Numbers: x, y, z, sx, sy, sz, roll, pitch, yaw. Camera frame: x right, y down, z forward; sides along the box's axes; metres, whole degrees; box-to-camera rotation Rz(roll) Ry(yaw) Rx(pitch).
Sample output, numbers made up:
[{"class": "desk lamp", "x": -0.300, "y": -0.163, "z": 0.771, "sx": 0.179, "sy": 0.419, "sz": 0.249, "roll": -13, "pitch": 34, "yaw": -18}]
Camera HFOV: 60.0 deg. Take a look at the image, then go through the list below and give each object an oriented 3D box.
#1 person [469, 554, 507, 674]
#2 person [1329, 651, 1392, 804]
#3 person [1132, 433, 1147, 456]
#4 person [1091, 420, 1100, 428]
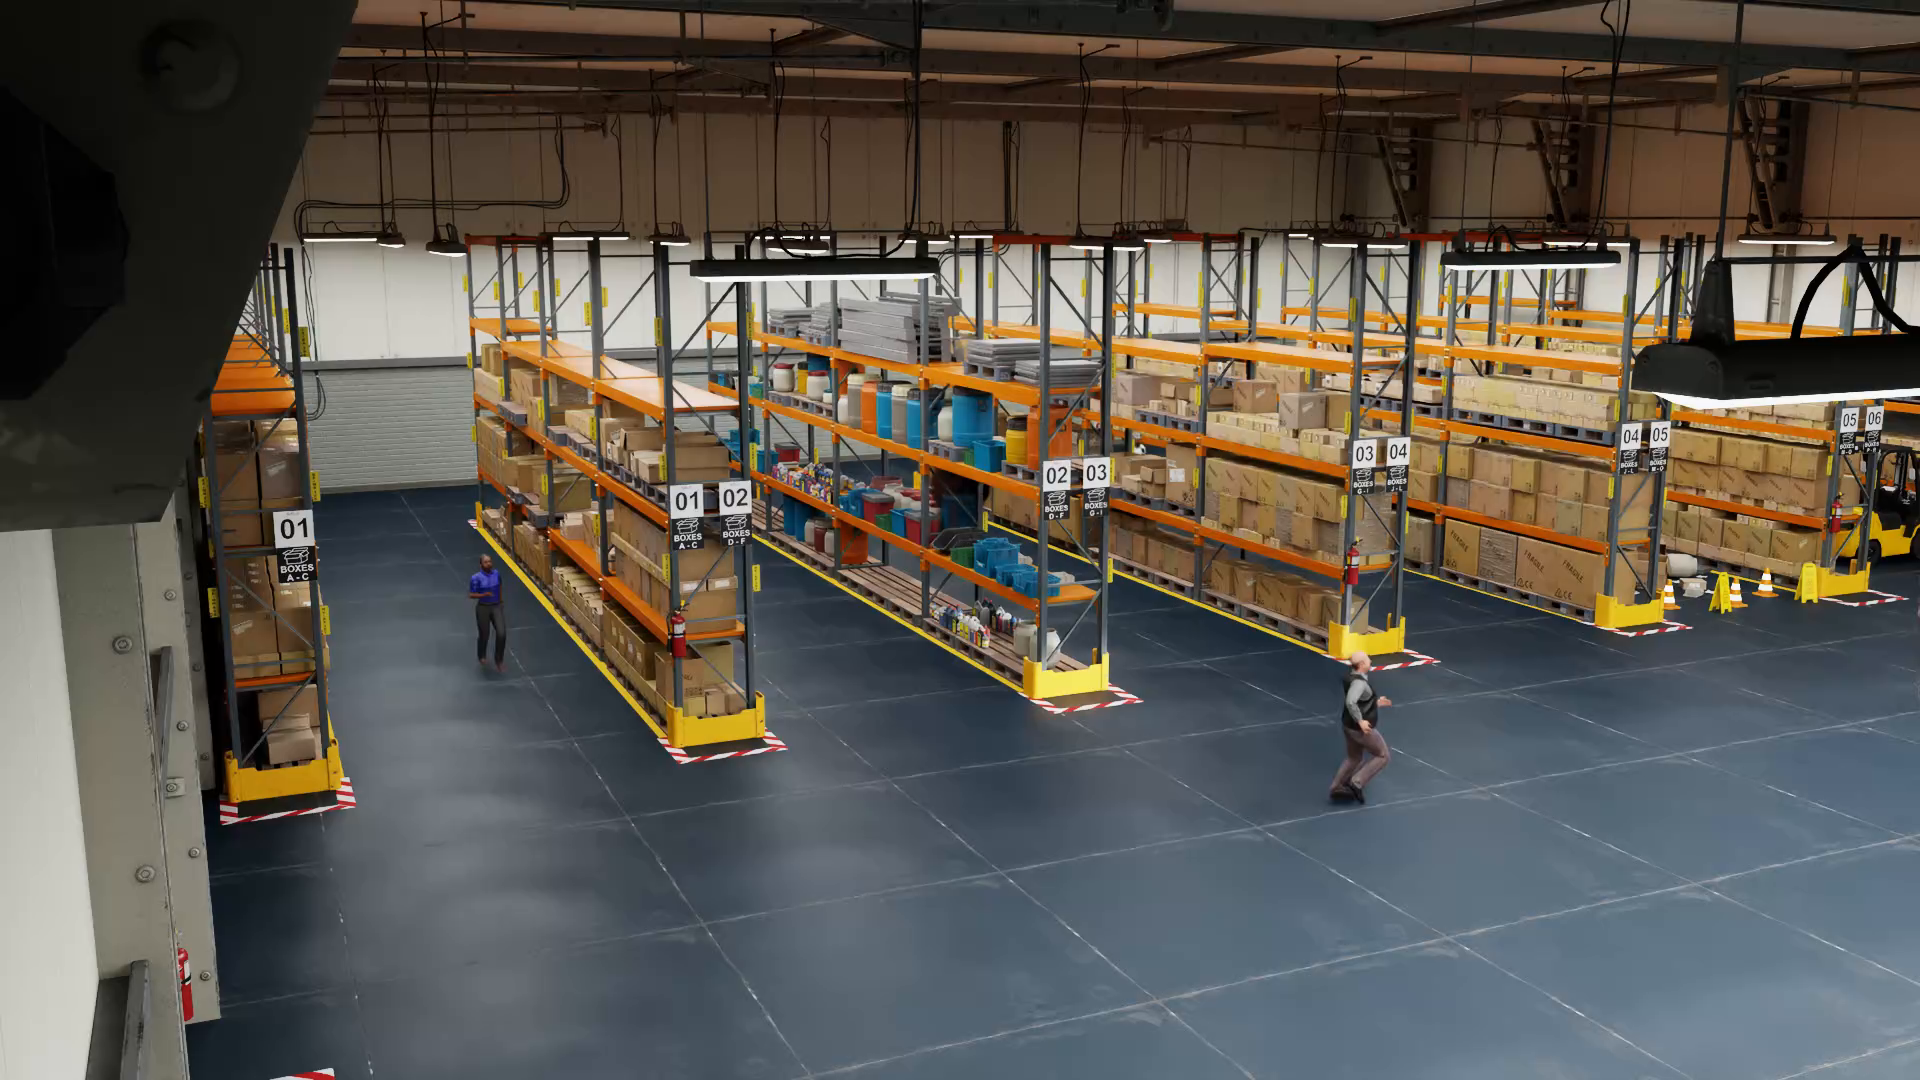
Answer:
[{"class": "person", "x": -6.637, "y": 1.046, "z": 23.453, "sx": 0.556, "sy": 1.700, "sz": 0.714, "roll": -7, "pitch": 13, "yaw": -34}, {"class": "person", "x": 4.385, "y": 2.037, "z": 18.110, "sx": 0.663, "sy": 1.692, "sz": 0.634, "roll": -1, "pitch": 11, "yaw": -7}, {"class": "person", "x": 3.900, "y": -1.561, "z": 36.887, "sx": 0.577, "sy": 1.673, "sz": 0.612, "roll": -4, "pitch": 12, "yaw": -21}, {"class": "person", "x": 3.472, "y": -2.616, "z": 41.736, "sx": 0.687, "sy": 1.662, "sz": 0.783, "roll": -3, "pitch": 11, "yaw": -15}]
